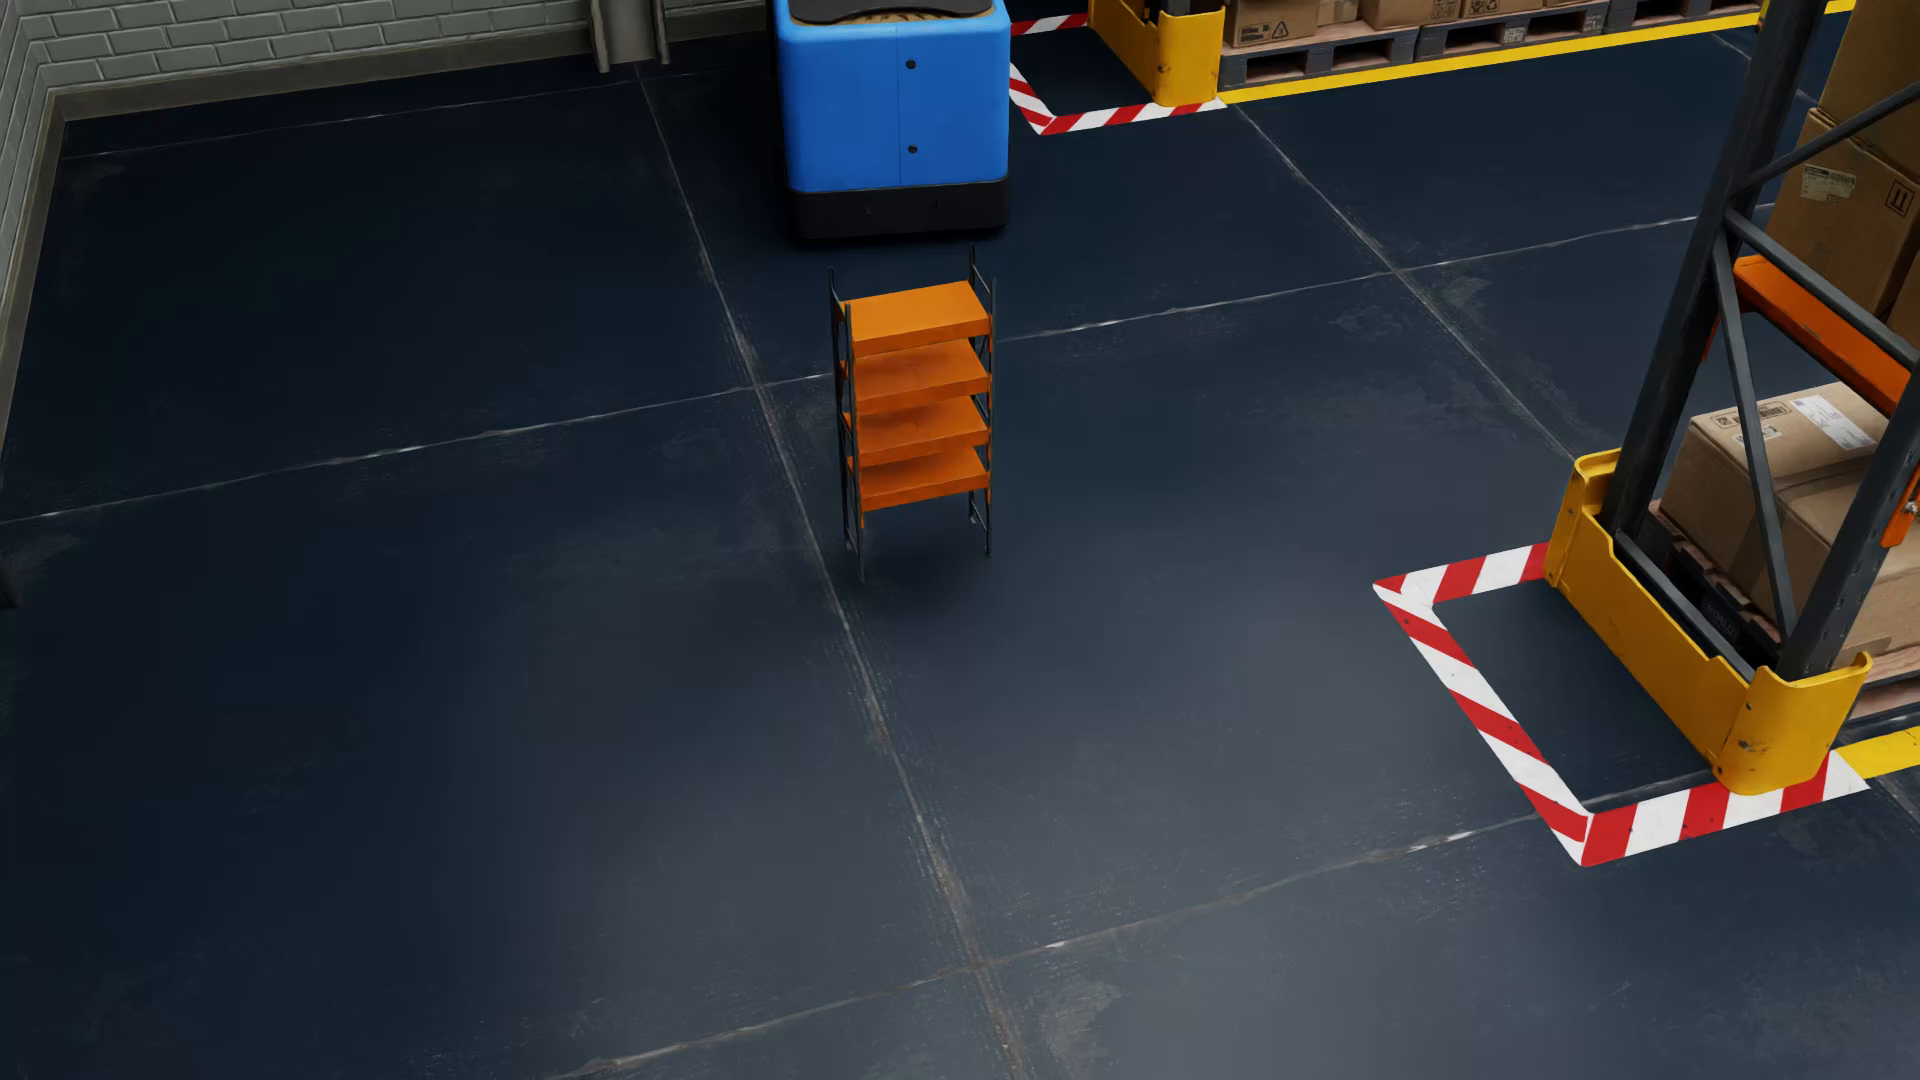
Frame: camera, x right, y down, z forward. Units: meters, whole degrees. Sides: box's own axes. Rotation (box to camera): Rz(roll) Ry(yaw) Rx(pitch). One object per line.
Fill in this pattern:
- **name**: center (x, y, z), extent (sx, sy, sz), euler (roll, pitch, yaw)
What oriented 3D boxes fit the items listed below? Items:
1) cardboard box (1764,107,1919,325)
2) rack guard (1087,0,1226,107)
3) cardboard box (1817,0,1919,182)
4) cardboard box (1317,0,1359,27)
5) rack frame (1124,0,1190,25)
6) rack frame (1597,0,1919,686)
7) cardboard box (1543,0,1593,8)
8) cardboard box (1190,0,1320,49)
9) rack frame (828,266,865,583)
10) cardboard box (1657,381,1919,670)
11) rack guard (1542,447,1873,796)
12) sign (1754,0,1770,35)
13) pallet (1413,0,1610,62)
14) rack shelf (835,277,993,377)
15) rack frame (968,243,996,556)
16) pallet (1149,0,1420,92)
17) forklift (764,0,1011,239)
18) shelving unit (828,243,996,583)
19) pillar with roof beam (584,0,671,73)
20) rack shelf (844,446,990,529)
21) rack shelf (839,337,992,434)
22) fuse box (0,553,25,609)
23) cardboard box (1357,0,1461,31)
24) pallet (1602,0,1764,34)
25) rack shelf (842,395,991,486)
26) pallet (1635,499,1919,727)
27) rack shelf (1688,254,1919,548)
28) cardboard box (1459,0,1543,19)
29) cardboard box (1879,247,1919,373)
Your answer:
- **cardboard box**: center (2.864, -1.005, 5.044), extent (0.500, 0.500, 0.500), euler (-11, 42, -13)
- **rack guard**: center (1.062, -2.894, 9.182), extent (0.348, 0.500, 1.175), euler (-12, 42, -13)
- **cardboard box**: center (2.872, -1.365, 4.696), extent (0.500, 0.500, 0.500), euler (-10, 42, -12)
- **cardboard box**: center (2.018, -3.025, 9.281), extent (0.250, 0.149, 0.380), euler (-13, 43, -15)
- **rack frame**: center (0.989, -3.820, 8.342), extent (0.127, 3.000, 1.000), euler (-12, 42, -13)
- **rack frame**: center (2.484, -0.706, 4.778), extent (0.127, 3.000, 1.000), euler (-12, 42, -13)
- **cardboard box**: center (3.418, -3.448, 9.497), extent (0.500, 0.500, 0.700), euler (-13, 43, -15)
- **cardboard box**: center (1.601, -3.099, 9.096), extent (0.637, 0.503, 0.797), euler (-13, 43, -15)
- **rack frame**: center (-0.391, -0.371, 5.763), extent (0.015, 1.200, 0.240), euler (-12, 42, -13)
- **cardboard box**: center (3.083, -0.092, 5.704), extent (0.875, 0.438, 0.875), euler (-13, 43, -15)
- **rack guard**: center (2.461, 0.240, 5.595), extent (0.348, 0.500, 1.175), euler (-12, 42, -13)
- **sign**: center (2.334, -1.574, 4.712), extent (0.005, 0.325, 0.100), euler (-12, 42, -13)
- **pallet**: center (2.984, -3.182, 9.731), extent (1.213, 0.211, 1.003), euler (-12, 42, -13)
- **rack shelf**: center (-0.158, -0.715, 5.559), extent (0.480, 0.148, 0.258), euler (-12, 42, -13)
- **rack frame**: center (0.075, -0.467, 5.873), extent (0.015, 1.200, 0.240), euler (-12, 42, -13)
- **pallet**: center (1.822, -2.943, 9.458), extent (1.213, 0.211, 1.003), euler (-12, 42, -13)
- **forklift**: center (-0.463, -3.473, 7.997), extent (1.130, 2.935, 3.031), euler (-5, 41, -6)
- **shelving unit**: center (-0.158, -0.419, 5.818), extent (0.503, 1.200, 0.258), euler (-12, 42, -13)
- **pillar with roof beam**: center (-0.560, -3.410, 3.314), extent (0.400, 9.000, 9.100), euler (-12, 42, -13)
- **rack shelf**: center (-0.158, -0.219, 5.993), extent (0.480, 0.148, 0.258), euler (-12, 42, -13)
- **rack shelf**: center (-0.158, -0.537, 5.715), extent (0.480, 0.148, 0.258), euler (-12, 42, -13)
- **fuse box**: center (-3.379, -0.438, 5.451), extent (0.414, 1.711, 0.539), euler (-12, 42, -13)
- **cardboard box**: center (2.428, -3.243, 9.262), extent (0.500, 0.500, 0.700), euler (-10, 42, -11)
- **pallet**: center (4.149, -3.425, 10.010), extent (1.213, 0.211, 1.003), euler (-12, 42, -13)
- **rack shelf**: center (-0.158, -0.368, 5.862), extent (0.480, 0.148, 0.258), euler (-12, 42, -13)
- **pallet**: center (3.223, 0.137, 5.932), extent (1.213, 0.211, 1.003), euler (-12, 42, -13)
- **rack shelf**: center (4.392, -0.830, 5.467), extent (4.000, 0.370, 1.077), euler (-12, 42, -13)
- **cardboard box**: center (2.963, -3.284, 9.310), extent (0.500, 0.500, 0.500), euler (-11, 42, -12)
- **cardboard box**: center (3.028, -0.658, 4.647), extent (0.500, 0.500, 0.500), euler (-12, 43, -13)
